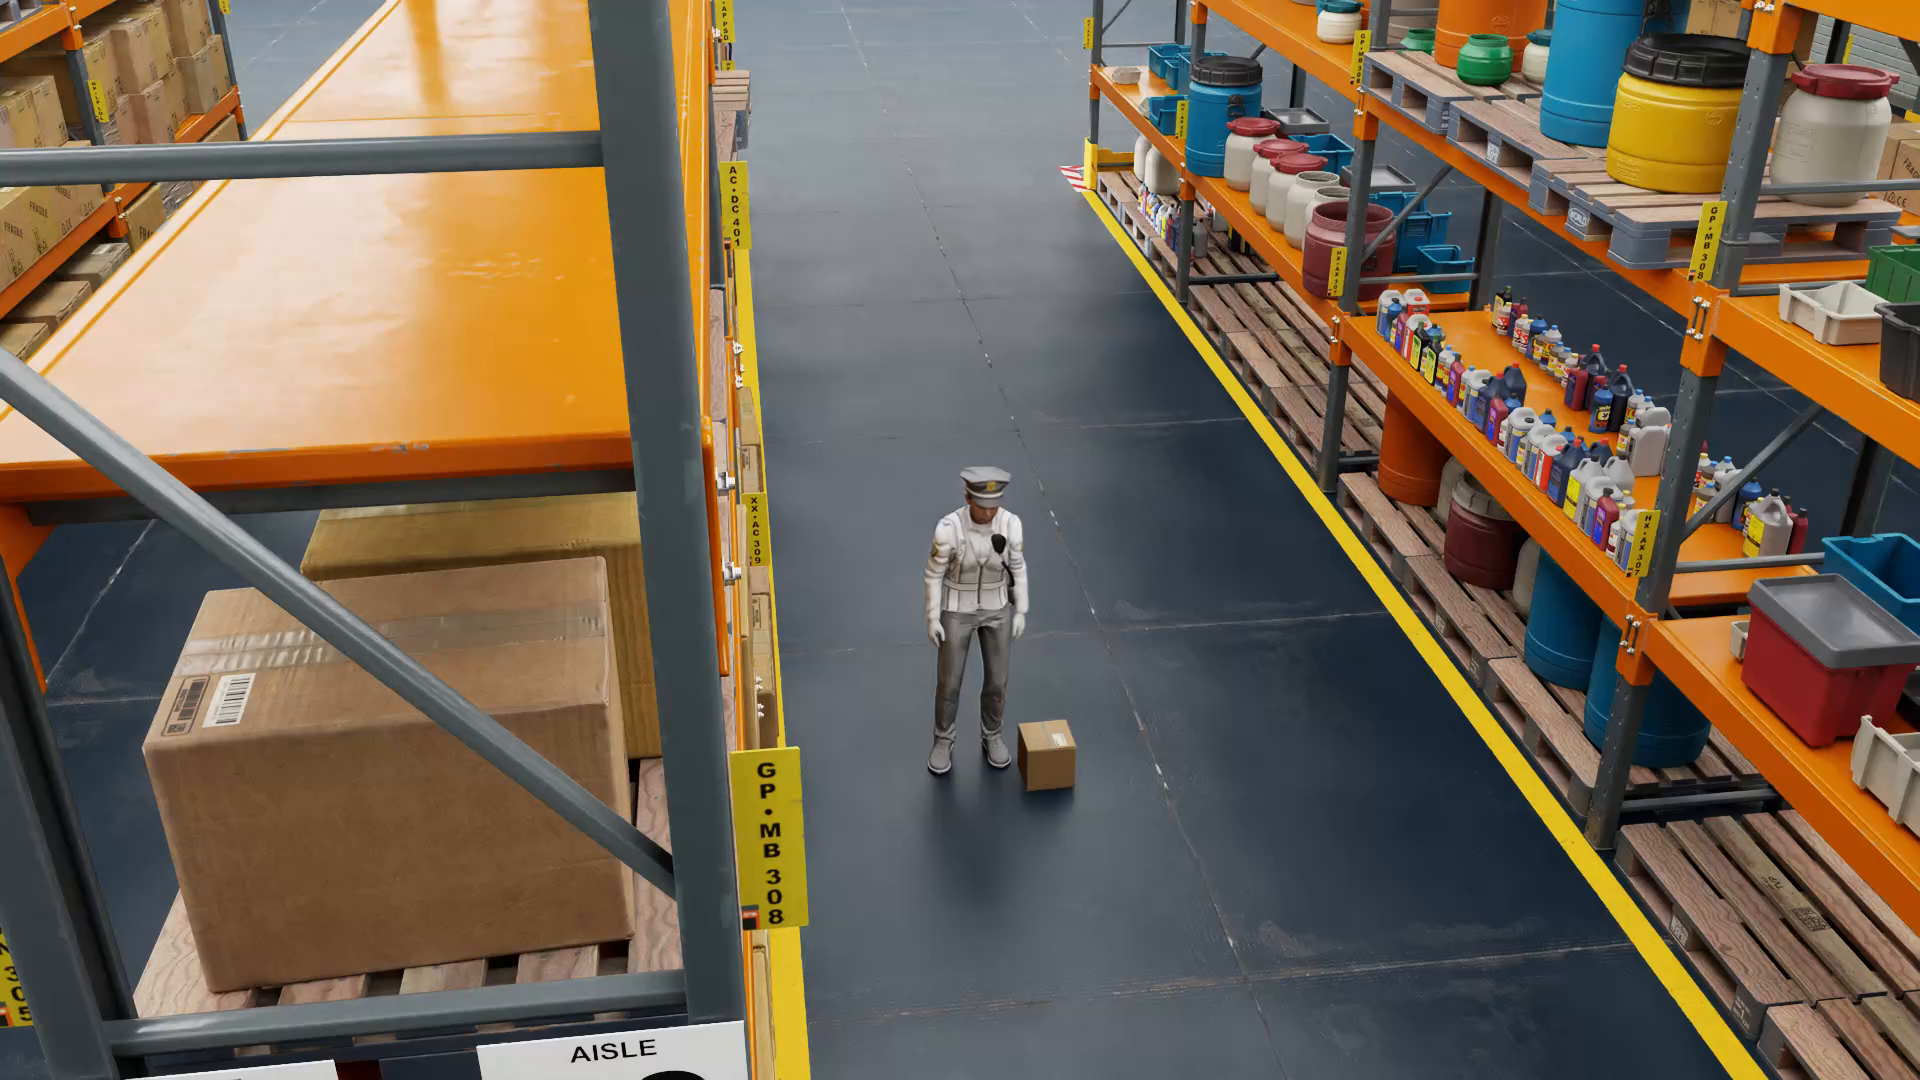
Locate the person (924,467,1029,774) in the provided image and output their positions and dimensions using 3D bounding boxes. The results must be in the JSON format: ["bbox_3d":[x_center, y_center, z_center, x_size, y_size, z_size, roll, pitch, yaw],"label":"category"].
[{"bbox_3d":[0.084,0.382,8.346,0.536,1.662,0.373,-5,28,-9],"label":"person"}]
